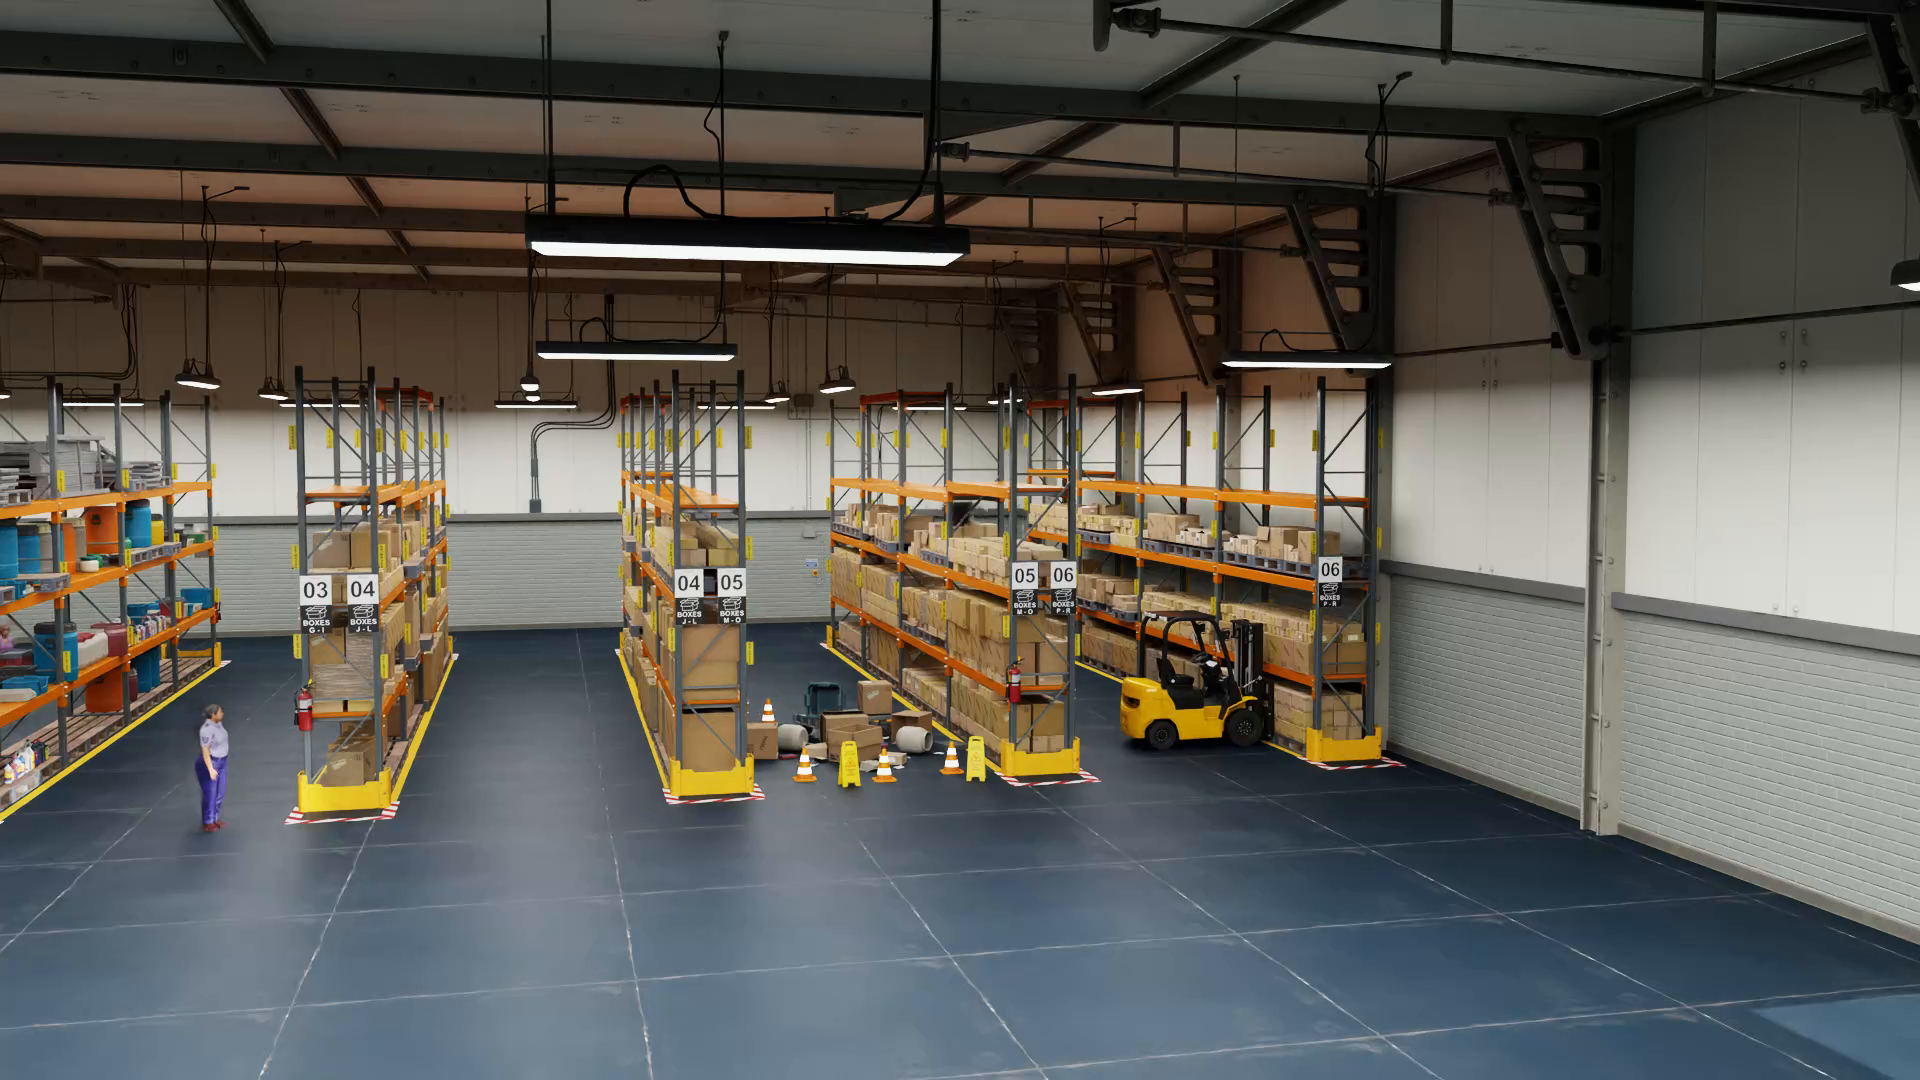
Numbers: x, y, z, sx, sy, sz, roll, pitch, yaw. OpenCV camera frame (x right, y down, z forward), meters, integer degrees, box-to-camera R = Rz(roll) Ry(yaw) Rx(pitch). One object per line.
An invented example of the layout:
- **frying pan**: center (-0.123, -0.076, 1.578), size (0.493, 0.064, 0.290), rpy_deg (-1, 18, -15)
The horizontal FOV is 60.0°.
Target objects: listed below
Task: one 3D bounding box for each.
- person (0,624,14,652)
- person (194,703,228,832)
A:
- **person**: center (-17.957, 2.351, 31.260), size (0.395, 1.556, 0.823), rpy_deg (-1, 4, -16)
- **person**: center (-9.612, 2.914, 21.381), size (0.400, 1.648, 0.518), rpy_deg (0, 3, 7)
